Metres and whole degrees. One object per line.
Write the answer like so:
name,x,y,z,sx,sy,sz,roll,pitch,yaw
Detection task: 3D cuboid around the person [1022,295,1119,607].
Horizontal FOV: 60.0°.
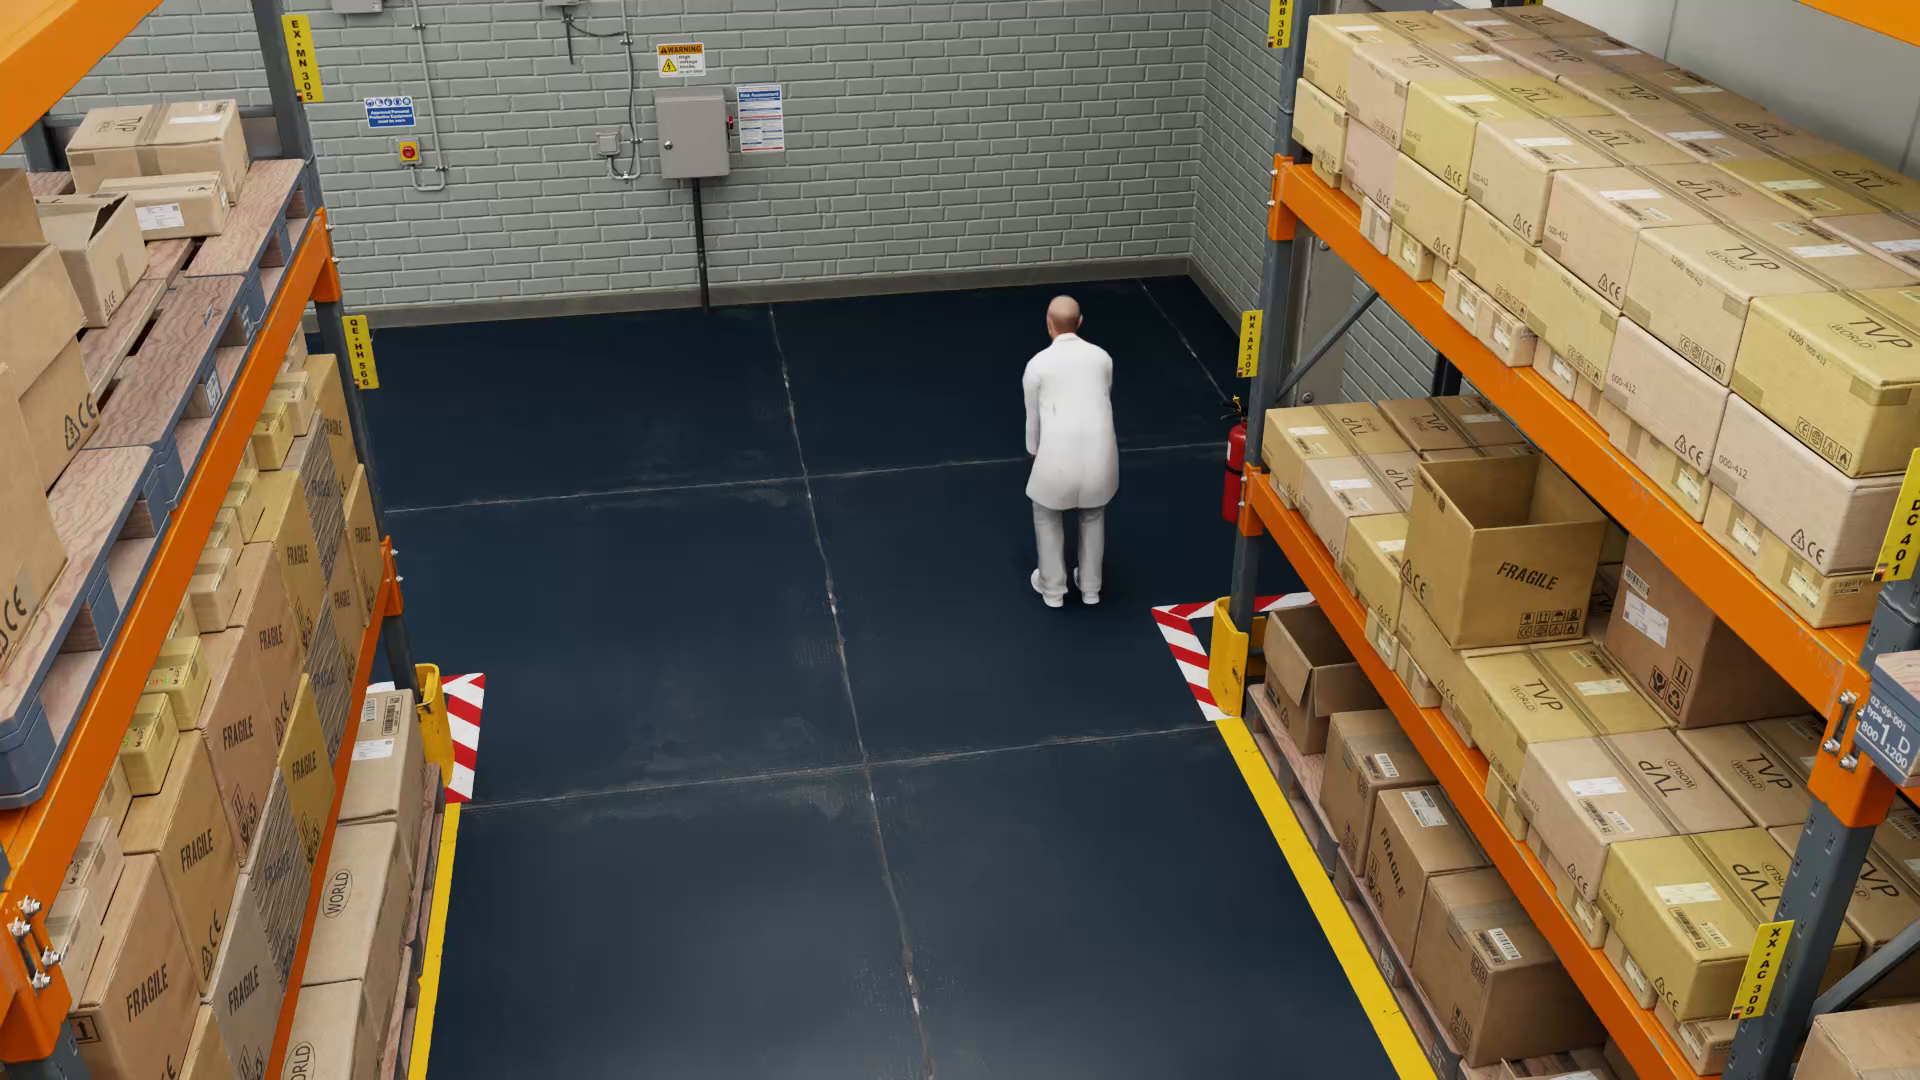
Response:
person,0.597,-0.466,9.020,0.526,1.718,0.609,-6,31,-10
